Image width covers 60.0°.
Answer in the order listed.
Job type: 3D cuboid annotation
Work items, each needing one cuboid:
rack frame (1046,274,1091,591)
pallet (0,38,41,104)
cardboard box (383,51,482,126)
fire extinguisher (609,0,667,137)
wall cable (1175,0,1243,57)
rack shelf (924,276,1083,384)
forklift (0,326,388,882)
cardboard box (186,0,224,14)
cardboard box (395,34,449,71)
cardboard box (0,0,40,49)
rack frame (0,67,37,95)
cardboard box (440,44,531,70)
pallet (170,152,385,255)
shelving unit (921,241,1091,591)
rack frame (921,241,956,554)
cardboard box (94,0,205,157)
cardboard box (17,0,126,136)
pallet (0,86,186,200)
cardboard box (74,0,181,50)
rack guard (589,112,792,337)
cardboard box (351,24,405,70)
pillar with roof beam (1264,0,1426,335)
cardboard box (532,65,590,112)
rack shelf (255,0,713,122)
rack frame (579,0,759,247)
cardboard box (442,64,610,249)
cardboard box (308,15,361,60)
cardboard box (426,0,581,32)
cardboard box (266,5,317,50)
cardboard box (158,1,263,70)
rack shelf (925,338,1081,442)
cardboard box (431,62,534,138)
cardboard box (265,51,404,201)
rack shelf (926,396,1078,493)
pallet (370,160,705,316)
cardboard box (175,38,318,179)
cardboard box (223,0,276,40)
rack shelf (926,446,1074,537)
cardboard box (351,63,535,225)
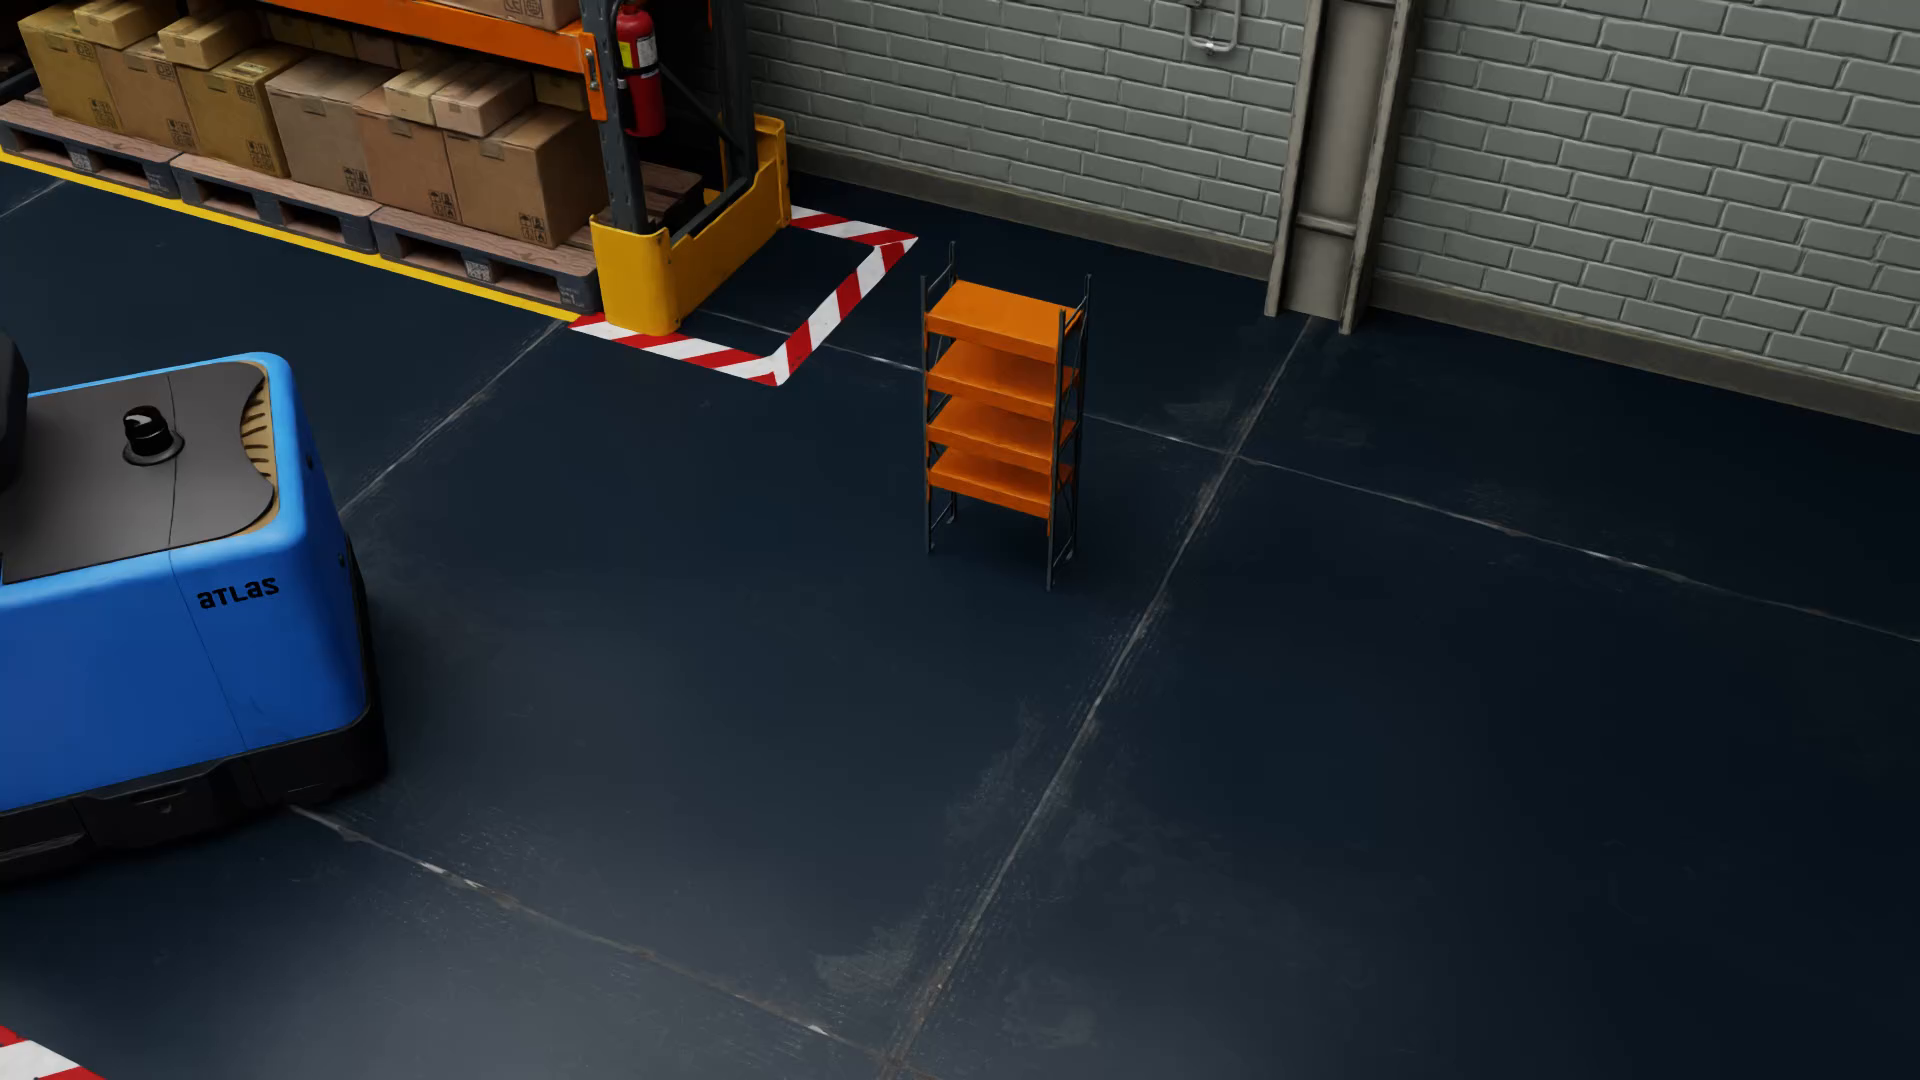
[{"bbox_3d":[0.371,-0.340,5.726,0.015,1.200,0.240,17,44,19],"label":"rack frame"},{"bbox_3d":[-5.572,-2.632,9.125,1.213,0.211,1.003,17,44,19],"label":"pallet"},{"bbox_3d":[-2.318,-2.000,7.360,0.250,0.149,0.380,18,44,20],"label":"cardboard box"},{"bbox_3d":[-1.274,-1.923,6.522,0.183,0.674,0.296,17,44,19],"label":"fire extinguisher"},{"bbox_3d":[0.345,-3.000,6.645,1.851,1.984,0.084,17,44,19],"label":"wall cable"},{"bbox_3d":[0.150,-0.704,5.547,0.480,0.148,0.258,17,44,19],"label":"rack shelf"},{"bbox_3d":[-3.409,-0.289,4.346,3.031,2.935,1.130,-14,43,-15],"label":"forklift"},{"bbox_3d":[-3.536,-2.649,8.108,0.250,0.149,0.380,16,43,17],"label":"cardboard box"},{"bbox_3d":[-2.380,-2.296,7.701,0.250,0.149,0.380,17,44,19],"label":"cardboard box"},{"bbox_3d":[-5.485,-2.966,8.702,0.750,0.750,0.750,17,44,19],"label":"cardboard box"},{"bbox_3d":[-4.841,-3.517,8.017,0.127,3.000,1.000,17,44,19],"label":"rack frame"},{"bbox_3d":[-2.154,-2.226,7.621,0.250,0.149,0.380,17,44,19],"label":"cardboard box"},{"bbox_3d":[-3.075,-1.869,8.245,1.213,0.211,1.003,17,44,19],"label":"pallet"},{"bbox_3d":[0.150,-0.408,5.804,0.503,1.200,0.258,17,44,19],"label":"shelving unit"},{"bbox_3d":[-0.071,-0.475,5.882,0.015,1.200,0.240,17,44,19],"label":"rack frame"},{"bbox_3d":[-3.752,-2.322,8.226,0.500,0.500,0.700,17,44,18],"label":"cardboard box"},{"bbox_3d":[-4.206,-2.463,8.389,0.500,0.500,0.700,18,44,19],"label":"cardboard box"},{"bbox_3d":[-4.185,-2.206,8.634,1.213,0.211,1.003,17,44,19],"label":"pallet"},{"bbox_3d":[-3.973,-2.505,7.942,0.250,0.149,0.380,18,44,20],"label":"cardboard box"},{"bbox_3d":[-1.194,-1.458,7.550,0.348,0.500,1.175,17,44,19],"label":"rack guard"},{"bbox_3d":[-2.611,-2.366,7.782,0.250,0.149,0.380,18,44,19],"label":"cardboard box"},{"bbox_3d":[-0.223,-1.886,1.556,0.400,9.000,9.100,17,44,19],"label":"pillar with roof beam"},{"bbox_3d":[-1.694,-2.087,7.460,0.250,0.149,0.380,17,44,19],"label":"cardboard box"},{"bbox_3d":[-3.028,-2.691,7.614,4.000,0.370,1.077,17,44,19],"label":"rack shelf"},{"bbox_3d":[-1.216,-2.409,6.739,0.127,3.000,1.000,17,44,19],"label":"rack frame"},{"bbox_3d":[-1.892,-1.757,7.575,0.500,0.500,0.700,17,44,19],"label":"cardboard box"},{"bbox_3d":[-2.844,-2.437,7.864,0.250,0.149,0.380,17,44,19],"label":"cardboard box"},{"bbox_3d":[-1.682,-2.658,6.797,0.700,0.700,0.980,19,44,21],"label":"cardboard box"},{"bbox_3d":[-3.073,-2.507,7.945,0.250,0.149,0.380,16,43,18],"label":"cardboard box"},{"bbox_3d":[-3.500,-2.360,7.776,0.250,0.149,0.380,16,43,17],"label":"cardboard box"},{"bbox_3d":[0.150,-0.526,5.702,0.480,0.148,0.258,17,44,19],"label":"rack shelf"},{"bbox_3d":[-2.086,-1.930,7.279,0.250,0.149,0.380,16,44,18],"label":"cardboard box"},{"bbox_3d":[-2.802,-2.035,7.895,0.500,0.500,0.700,16,43,17],"label":"cardboard box"},{"bbox_3d":[0.150,-0.357,5.848,0.480,0.148,0.258,17,44,19],"label":"rack shelf"},{"bbox_3d":[-1.973,-1.530,7.854,1.213,0.211,1.003,17,44,19],"label":"pallet"},{"bbox_3d":[-3.288,-2.178,8.061,0.500,0.500,0.700,18,44,20],"label":"cardboard box"},{"bbox_3d":[-3.308,-2.578,8.027,0.250,0.149,0.380,17,44,19],"label":"cardboard box"},{"bbox_3d":[0.150,-0.207,5.978,0.480,0.148,0.258,17,44,19],"label":"rack shelf"},{"bbox_3d":[-2.346,-1.896,7.735,0.500,0.500,0.700,17,44,19],"label":"cardboard box"}]
